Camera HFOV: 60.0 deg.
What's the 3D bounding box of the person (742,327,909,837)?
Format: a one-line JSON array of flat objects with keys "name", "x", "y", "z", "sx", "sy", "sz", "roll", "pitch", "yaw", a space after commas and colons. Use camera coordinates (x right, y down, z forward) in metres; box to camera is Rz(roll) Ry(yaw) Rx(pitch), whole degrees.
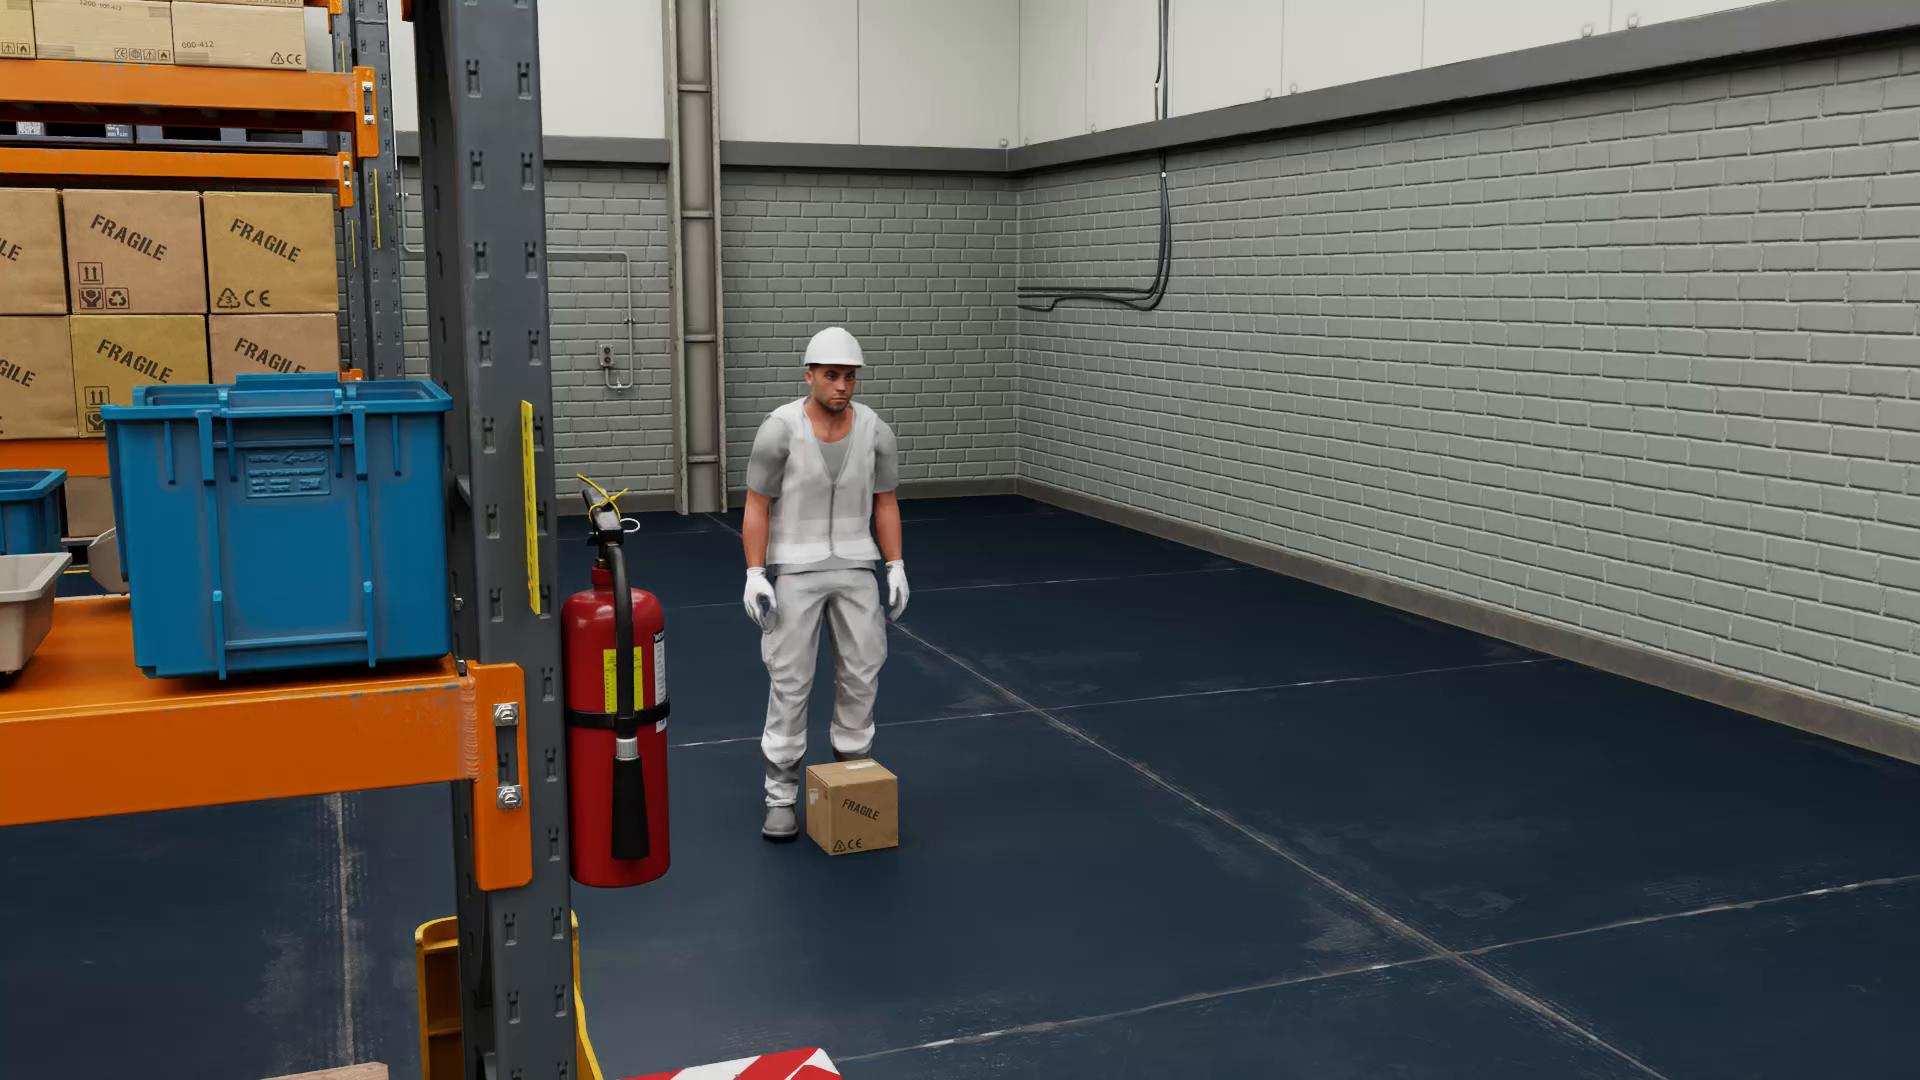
[{"name": "person", "x": -0.473, "y": 0.142, "z": 5.884, "sx": 0.609, "sy": 1.780, "sz": 0.448, "roll": -3, "pitch": 9, "yaw": -21}]
